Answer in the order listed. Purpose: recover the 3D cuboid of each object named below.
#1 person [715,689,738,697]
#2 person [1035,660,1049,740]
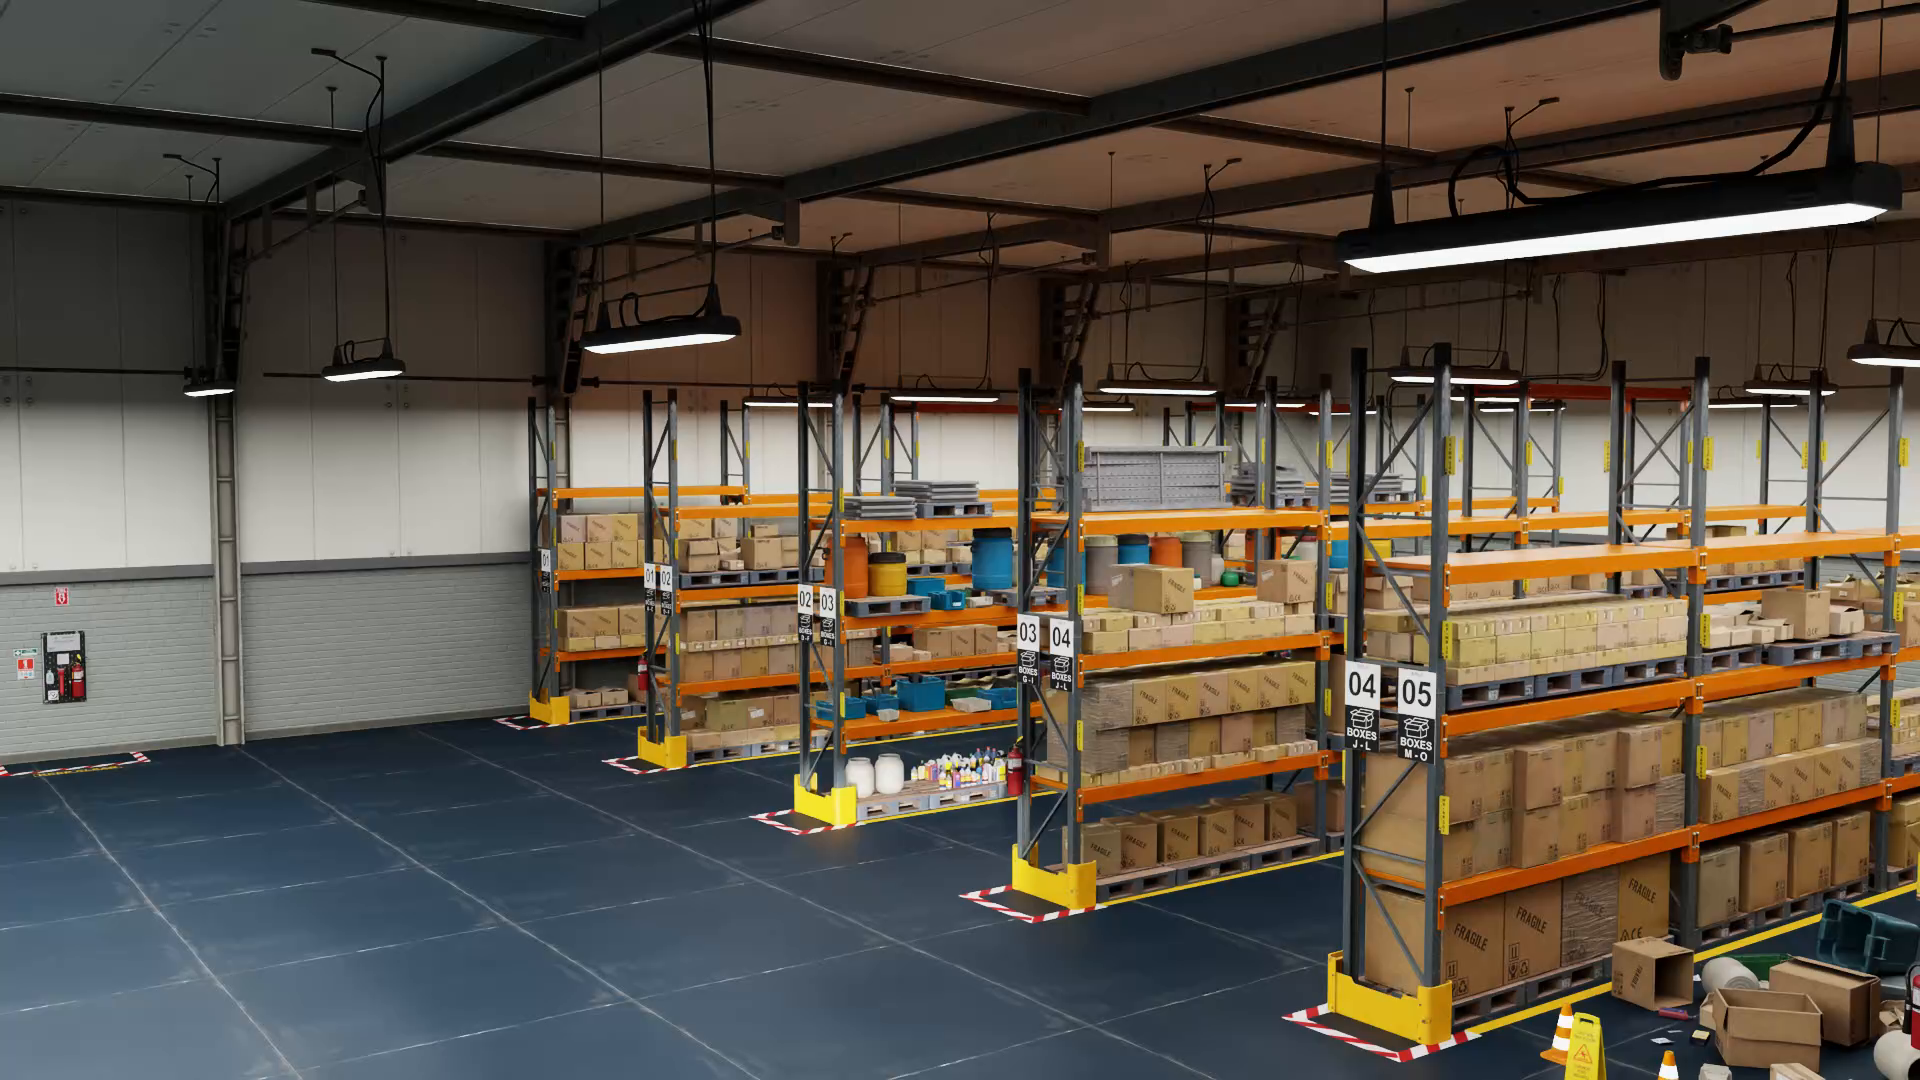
[{"bbox_3d":[-4.303,2.502,30.564,0.469,1.812,0.591,2,4,35],"label":"person"},{"bbox_3d":[1.348,2.650,28.730,0.472,1.669,0.372,0,3,-8],"label":"person"}]
